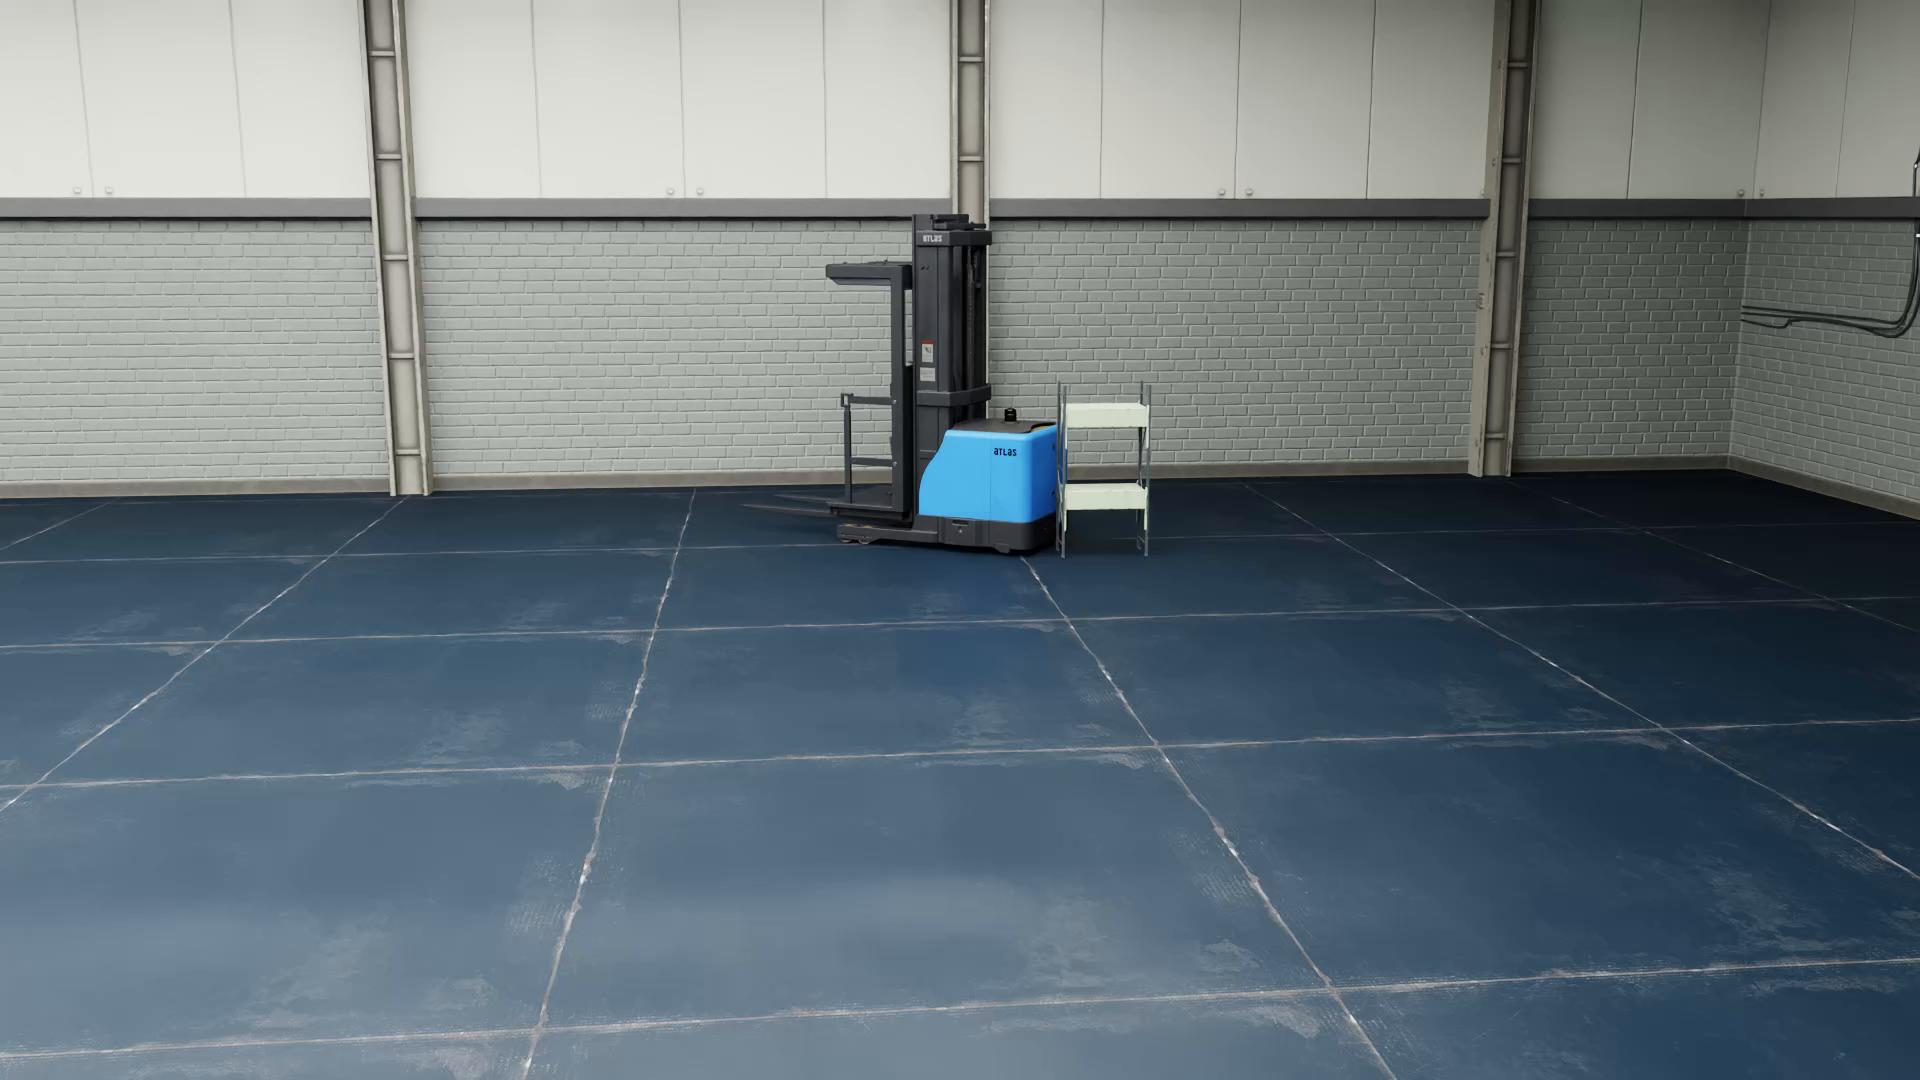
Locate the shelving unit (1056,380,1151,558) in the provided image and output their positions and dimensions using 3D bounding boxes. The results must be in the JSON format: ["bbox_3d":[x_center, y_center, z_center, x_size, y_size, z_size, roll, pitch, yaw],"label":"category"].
[{"bbox_3d":[1.247,-0.625,14.541,0.755,1.500,0.431,-1,11,-5],"label":"shelving unit"}]

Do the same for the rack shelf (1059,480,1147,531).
[{"bbox_3d":[1.247,-0.305,14.604,0.720,0.370,0.431,-1,11,-5],"label":"rack shelf"}]

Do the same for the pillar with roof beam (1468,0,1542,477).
[{"bbox_3d":[6.533,-4.342,14.008,0.400,9.000,9.100,-1,11,-6],"label":"pillar with roof beam"}]

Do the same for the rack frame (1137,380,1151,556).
[{"bbox_3d":[1.612,-0.631,14.571,0.023,1.500,0.400,-1,11,-5],"label":"rack frame"}]

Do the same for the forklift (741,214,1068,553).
[{"bbox_3d":[-0.567,-1.488,15.219,3.031,2.935,1.130,5,12,24],"label":"forklift"}]

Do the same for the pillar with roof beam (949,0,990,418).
[{"bbox_3d":[0.568,-4.217,13.372,0.400,9.000,9.100,-1,11,-6],"label":"pillar with roof beam"}]

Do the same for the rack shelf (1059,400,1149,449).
[{"bbox_3d":[1.247,-1.008,14.466,0.720,0.370,0.431,-1,11,-5],"label":"rack shelf"}]

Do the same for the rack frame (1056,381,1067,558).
[{"bbox_3d":[0.882,-0.619,14.511,0.023,1.500,0.400,-1,11,-5],"label":"rack frame"}]

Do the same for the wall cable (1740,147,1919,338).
[{"bbox_3d":[9.139,-3.452,17.529,0.112,2.526,3.097,-1,11,-6],"label":"wall cable"}]

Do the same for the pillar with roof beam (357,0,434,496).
[{"bbox_3d":[-5.397,-4.092,12.737,0.400,9.000,9.100,-1,11,-6],"label":"pillar with roof beam"}]
